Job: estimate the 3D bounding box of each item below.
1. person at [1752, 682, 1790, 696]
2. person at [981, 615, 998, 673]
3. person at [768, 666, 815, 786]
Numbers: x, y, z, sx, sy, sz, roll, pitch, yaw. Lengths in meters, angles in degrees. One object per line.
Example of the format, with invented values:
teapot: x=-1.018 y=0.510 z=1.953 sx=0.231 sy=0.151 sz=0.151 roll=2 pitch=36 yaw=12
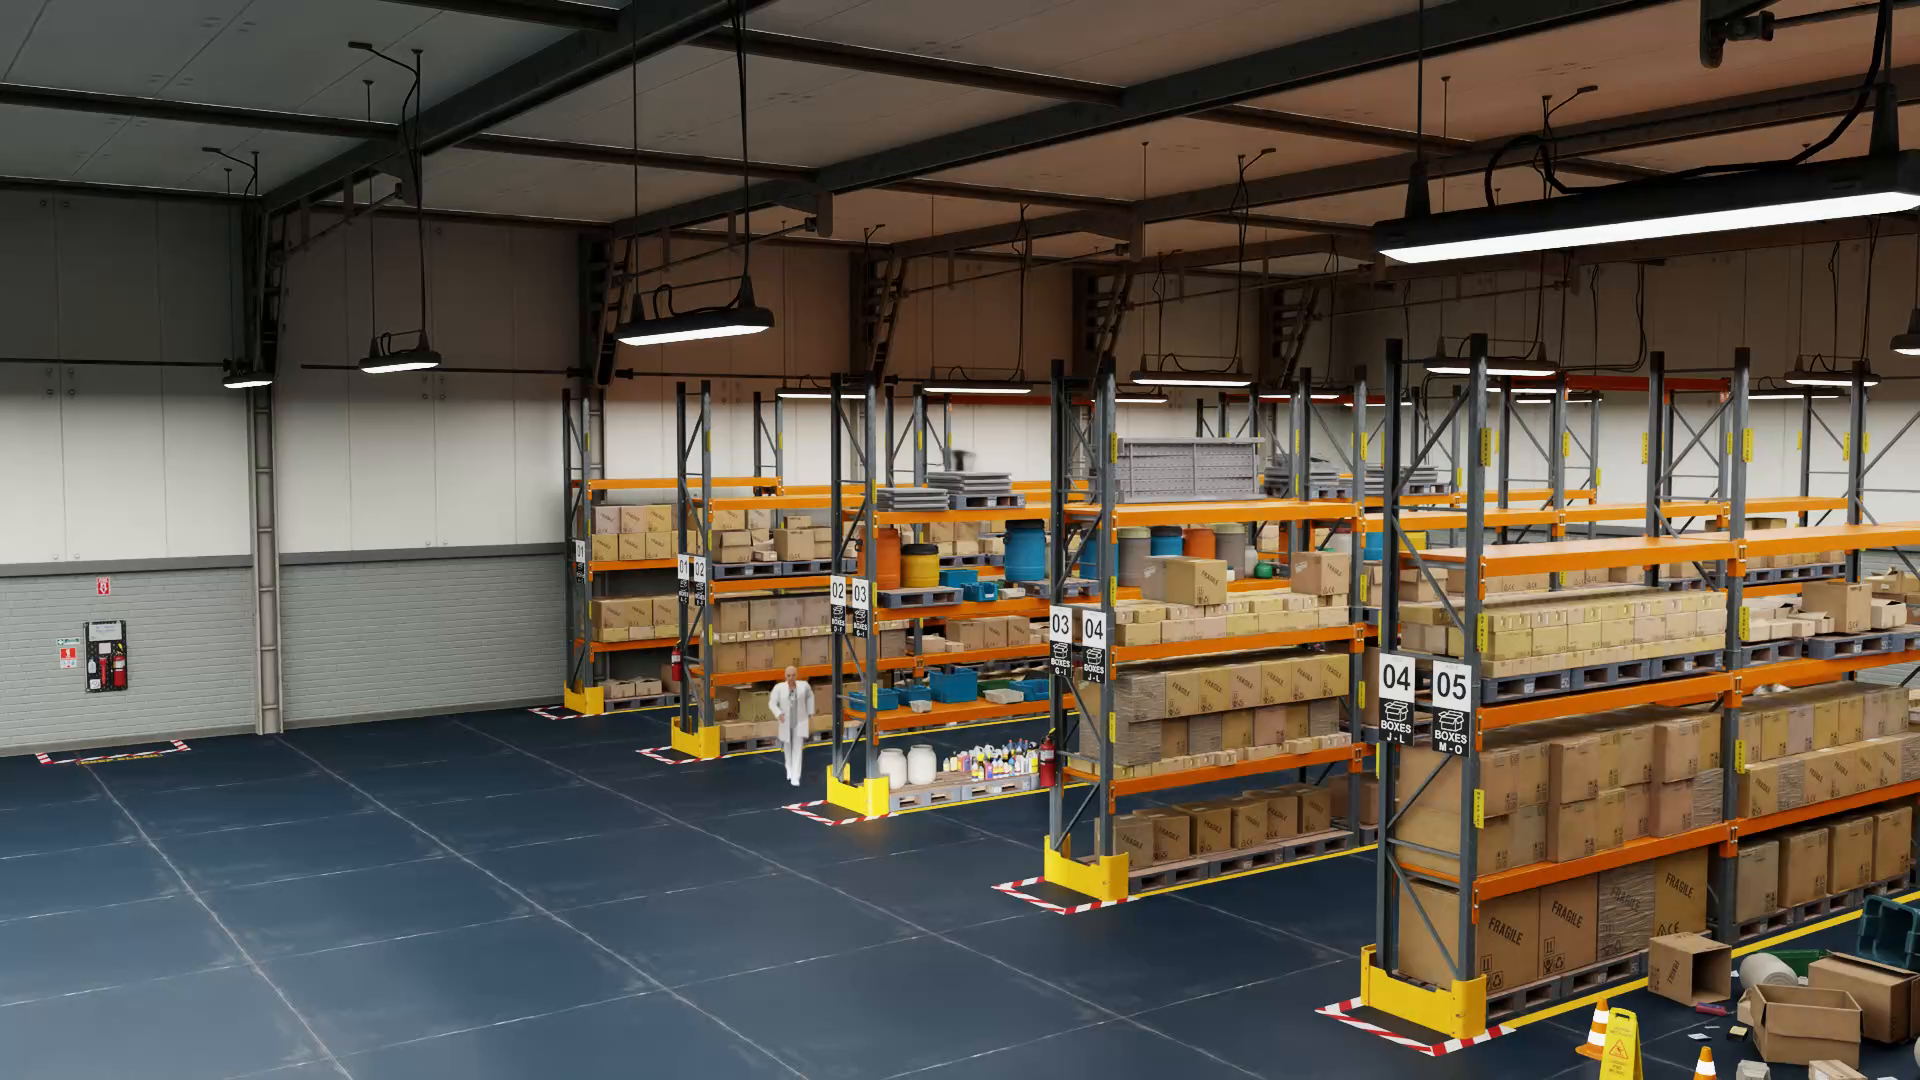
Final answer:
person: x=11.806 y=2.730 z=24.207 sx=0.831 sy=1.824 sz=0.622 roll=-2 pitch=4 yaw=-32
person: x=0.610 y=2.267 z=33.109 sx=0.545 sy=1.561 sz=0.904 roll=3 pitch=5 yaw=37
person: x=-2.464 y=2.690 z=24.348 sx=0.669 sy=1.742 sz=1.082 roll=0 pitch=4 yaw=-3
